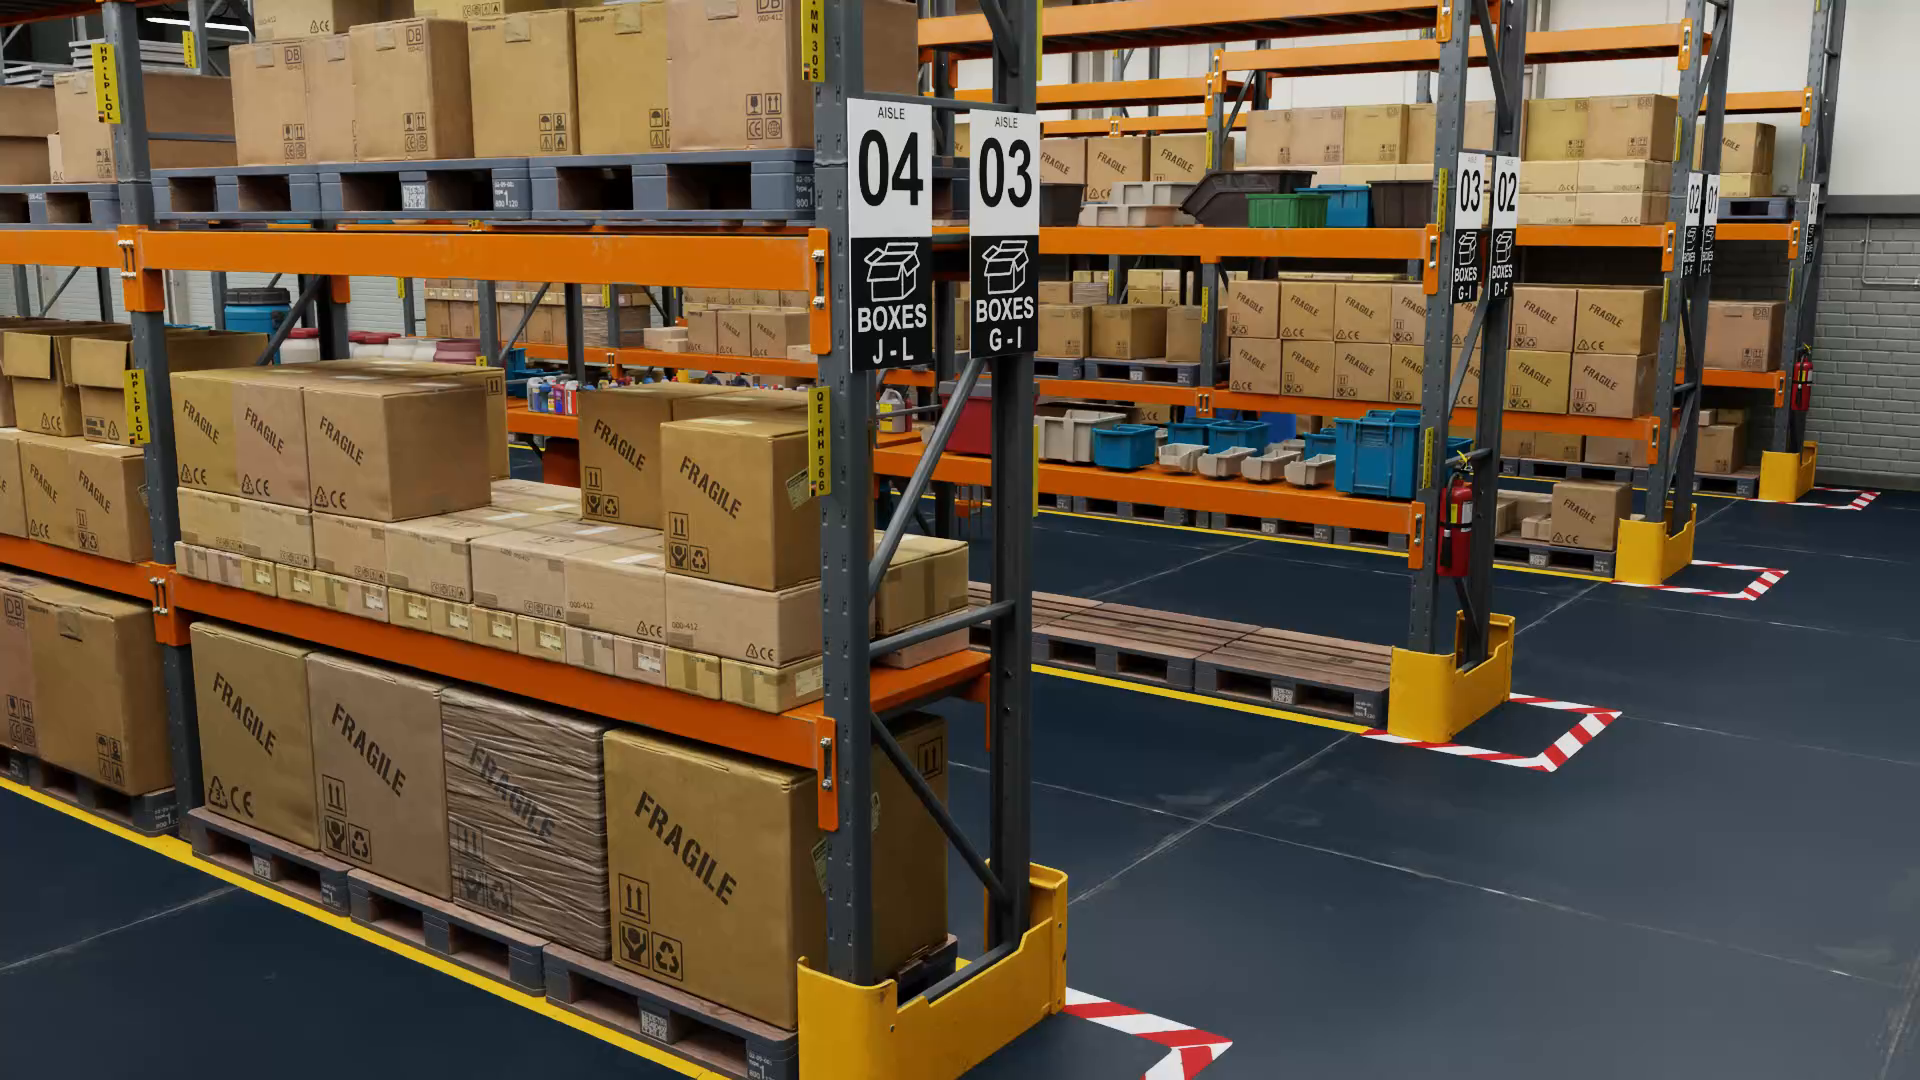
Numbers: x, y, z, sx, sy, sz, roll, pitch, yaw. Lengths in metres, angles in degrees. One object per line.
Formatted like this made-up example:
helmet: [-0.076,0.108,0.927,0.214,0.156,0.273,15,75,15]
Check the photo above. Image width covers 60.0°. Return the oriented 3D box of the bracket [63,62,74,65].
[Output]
bracket: [-20.253,-10.839,37.888,4.783,0.066,0.076,8,13,36]

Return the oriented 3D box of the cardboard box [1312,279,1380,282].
cardboard box: [3.532,-2.123,15.209,0.500,0.500,0.500,8,13,34]

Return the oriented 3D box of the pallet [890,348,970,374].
pallet: [-0.079,-1.947,17.702,1.003,0.211,1.213,8,13,36]

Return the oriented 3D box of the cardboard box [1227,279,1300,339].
cardboard box: [2.770,-2.101,15.097,0.500,0.500,0.500,8,14,37]

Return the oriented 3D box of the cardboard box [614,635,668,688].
cardboard box: [-0.981,0.385,5.804,0.250,0.149,0.380,8,14,36]

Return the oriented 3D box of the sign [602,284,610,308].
sign: [-4.219,-2.935,19.817,0.005,0.325,0.100,8,13,36]

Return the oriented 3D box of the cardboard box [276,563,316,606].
cardboard box: [-2.631,0.155,6.993,0.250,0.149,0.380,7,13,34]

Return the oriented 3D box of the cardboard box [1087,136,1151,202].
cardboard box: [1.642,-3.574,16.076,0.600,0.600,0.600,8,13,35]

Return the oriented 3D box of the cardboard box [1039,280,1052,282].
cardboard box: [0.860,-3.319,22.865,0.500,0.500,0.700,8,13,36]

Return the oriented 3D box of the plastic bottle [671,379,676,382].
plastic bottle: [-2.201,-1.052,12.700,0.185,0.351,0.144,8,13,36]

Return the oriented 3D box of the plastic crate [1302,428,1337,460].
plastic crate: [2.311,-0.549,10.253,0.300,0.233,0.416,8,13,36]

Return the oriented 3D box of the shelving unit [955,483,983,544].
shelving unit: [0.043,-0.509,14.899,0.252,1.050,0.215,8,13,36]

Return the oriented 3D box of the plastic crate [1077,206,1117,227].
plastic crate: [0.872,-2.158,11.083,0.466,0.136,0.293,8,13,36]

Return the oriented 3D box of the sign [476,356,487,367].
sign: [-3.922,-1.344,13.650,0.005,0.325,0.100,8,13,36]

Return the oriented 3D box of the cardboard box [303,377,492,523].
cardboard box: [-2.261,-0.374,6.704,0.500,0.500,0.500,7,13,34]

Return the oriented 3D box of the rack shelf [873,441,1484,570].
rack shelf: [1.234,-0.321,10.686,4.000,0.370,1.077,8,13,36]

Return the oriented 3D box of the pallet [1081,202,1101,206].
pallet: [1.235,-3.238,16.466,1.003,0.211,1.213,8,13,36]

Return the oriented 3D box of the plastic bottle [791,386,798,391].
plastic bottle: [-1.227,-0.950,12.174,0.185,0.351,0.144,8,13,36]

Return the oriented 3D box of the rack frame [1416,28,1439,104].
rack frame: [5.486,-5.361,19.050,0.127,3.000,1.000,8,13,36]

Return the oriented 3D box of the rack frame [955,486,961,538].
rack frame: [-0.055,-0.523,14.970,0.008,1.050,0.200,8,13,36]

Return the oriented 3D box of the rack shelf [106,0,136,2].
rack shelf: [-1.698,-2.312,6.235,4.000,0.370,1.077,8,13,36]

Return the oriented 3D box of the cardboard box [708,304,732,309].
cardboard box: [-3.554,-3.542,25.781,0.500,0.250,0.500,7,13,34]

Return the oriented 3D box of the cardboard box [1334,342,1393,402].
cardboard box: [3.623,-1.494,14.589,0.500,0.500,0.500,8,13,35]

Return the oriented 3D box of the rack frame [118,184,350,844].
rack frame: [-3.310,-0.141,7.861,0.127,3.000,1.000,8,13,36]

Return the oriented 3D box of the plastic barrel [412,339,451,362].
plastic barrel: [-4.558,-1.487,14.523,0.421,0.512,0.421,0,11,0]

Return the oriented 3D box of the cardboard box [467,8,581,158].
cardboard box: [-1.364,-1.651,6.137,0.500,0.500,0.700,7,13,32]

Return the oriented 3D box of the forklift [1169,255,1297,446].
forklift: [2.955,-2.223,18.802,1.130,2.935,3.031,-1,11,-4]

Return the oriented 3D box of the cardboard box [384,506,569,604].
cardboard box: [-1.875,0.050,6.484,0.500,0.250,0.500,8,14,36]

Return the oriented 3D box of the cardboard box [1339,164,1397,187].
cardboard box: [3.602,-3.095,14.312,0.500,0.250,0.500,8,13,36]

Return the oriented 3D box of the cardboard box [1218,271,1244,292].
cardboard box: [3.314,-3.232,20.767,0.500,0.250,0.500,8,14,36]

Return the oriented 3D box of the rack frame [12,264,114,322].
rack frame: [-10.050,-2.248,18.754,0.127,3.000,1.000,8,13,36]

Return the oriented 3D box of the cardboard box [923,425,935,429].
cardboard box: [-0.044,-0.943,17.428,0.500,0.500,0.500,7,13,33]

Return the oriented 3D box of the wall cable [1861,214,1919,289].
wall cable: [10.302,-2.466,17.204,1.851,1.984,0.084,8,13,36]

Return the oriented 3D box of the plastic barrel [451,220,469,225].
plastic barrel: [-4.136,-3.193,14.421,0.600,0.901,0.600,0,11,0]

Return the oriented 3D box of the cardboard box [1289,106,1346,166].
cardboard box: [3.290,-3.543,14.653,0.500,0.500,0.700,8,13,36]

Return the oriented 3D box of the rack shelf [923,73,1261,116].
rack shelf: [0.945,-4.278,16.397,4.000,0.370,1.077,8,13,36]

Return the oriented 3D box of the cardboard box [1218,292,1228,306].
cardboard box: [3.318,-2.860,20.819,0.500,0.500,0.500,8,13,35]

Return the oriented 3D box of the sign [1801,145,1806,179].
sign: [8.378,-3.753,16.513,0.005,0.325,0.100,8,13,36]

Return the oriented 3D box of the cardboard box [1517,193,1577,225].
cardboard box: [4.814,-2.682,13.492,0.500,0.250,0.500,8,13,36]

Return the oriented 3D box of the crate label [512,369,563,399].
crate label: [-3.720,-1.371,14.662,0.416,0.233,0.303,8,13,36]

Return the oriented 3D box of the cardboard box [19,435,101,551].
cardboard box: [-4.243,-0.257,8.200,0.500,0.500,0.500,8,14,37]

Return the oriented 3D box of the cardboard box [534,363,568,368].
cardboard box: [-5.290,-2.049,21.884,0.500,0.500,0.500,8,13,36]

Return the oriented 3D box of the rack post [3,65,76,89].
rack post: [-9.516,-4.844,17.692,0.954,0.300,0.937,10,15,42]

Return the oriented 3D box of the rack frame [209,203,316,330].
rack frame: [-6.826,-1.799,16.429,0.127,3.000,1.000,8,13,36]

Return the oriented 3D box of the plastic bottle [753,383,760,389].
plastic bottle: [-1.615,-1.105,13.182,0.097,0.271,0.097,0,11,0]

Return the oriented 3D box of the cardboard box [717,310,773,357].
cardboard box: [-2.454,-2.401,19.281,0.500,0.500,0.500,8,14,36]

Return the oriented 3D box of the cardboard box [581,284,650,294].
cardboard box: [-4.253,-3.291,20.467,0.500,0.500,0.700,8,14,36]

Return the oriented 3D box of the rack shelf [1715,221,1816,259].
rack shelf: [7.098,-3.311,18.241,4.000,0.370,1.077,8,13,36]

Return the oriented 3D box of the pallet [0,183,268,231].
pallet: [-4.078,-1.615,8.088,1.217,0.209,0.805,7,13,33]

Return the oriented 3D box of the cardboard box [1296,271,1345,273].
cardboard box: [4.437,-3.194,20.569,0.500,0.250,0.500,7,13,34]

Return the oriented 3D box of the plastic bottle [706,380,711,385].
plastic bottle: [-2.039,-1.140,13.333,0.133,0.283,0.061,8,13,36]

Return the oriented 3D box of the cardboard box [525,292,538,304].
cardboard box: [-5.260,-3.065,21.004,0.250,0.149,0.380,8,14,37]

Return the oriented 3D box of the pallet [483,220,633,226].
pallet: [-3.044,-2.628,13.316,1.213,0.211,1.003,8,13,36]

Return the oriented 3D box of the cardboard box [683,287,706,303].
cardboard box: [-3.979,-3.970,26.020,0.500,0.500,0.500,8,14,36]

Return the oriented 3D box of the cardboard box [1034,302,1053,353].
cardboard box: [0.531,-2.176,17.014,0.700,0.500,0.500,-10,15,-42]

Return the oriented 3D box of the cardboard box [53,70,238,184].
cardboard box: [-3.783,-1.933,7.856,0.500,0.500,0.700,8,14,37]

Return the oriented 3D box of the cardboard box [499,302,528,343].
cardboard box: [-5.497,-2.827,21.483,0.500,0.500,0.700,8,14,37]

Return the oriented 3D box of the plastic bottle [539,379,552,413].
plastic bottle: [-3.367,-1.170,13.521,0.097,0.271,0.097,0,11,0]

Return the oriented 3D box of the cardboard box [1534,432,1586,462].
cardboard box: [6.843,-1.180,18.707,0.500,0.500,0.700,8,14,37]

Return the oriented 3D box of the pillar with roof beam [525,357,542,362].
pillar with roof beam: [-10.494,-6.780,26.382,0.548,9.000,9.100,8,13,36]
